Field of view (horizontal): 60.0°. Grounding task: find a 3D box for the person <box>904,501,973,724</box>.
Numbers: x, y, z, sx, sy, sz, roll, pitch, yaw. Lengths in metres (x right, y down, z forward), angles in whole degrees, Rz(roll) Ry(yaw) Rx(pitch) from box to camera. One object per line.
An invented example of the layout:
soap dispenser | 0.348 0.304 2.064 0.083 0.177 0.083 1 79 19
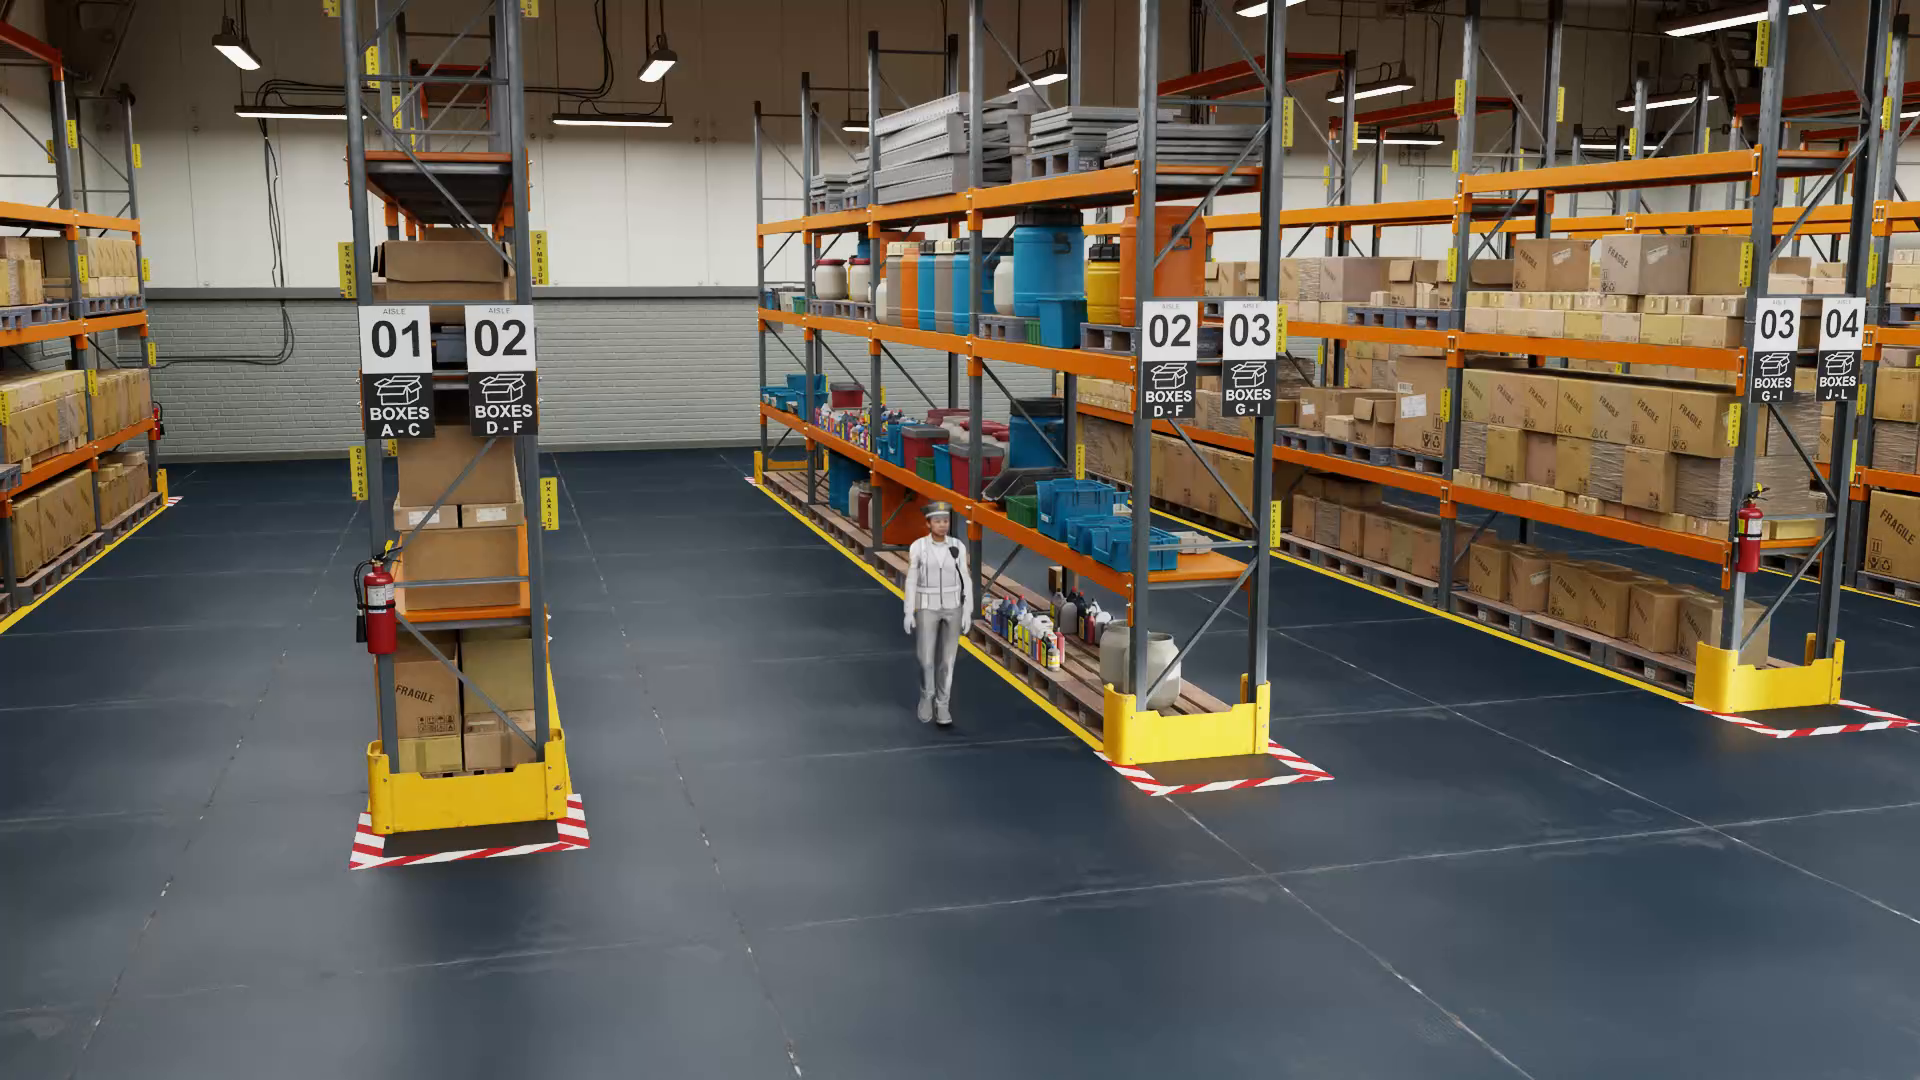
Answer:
person | -0.150 0.548 12.440 0.516 1.695 0.442 -2 9 -11
